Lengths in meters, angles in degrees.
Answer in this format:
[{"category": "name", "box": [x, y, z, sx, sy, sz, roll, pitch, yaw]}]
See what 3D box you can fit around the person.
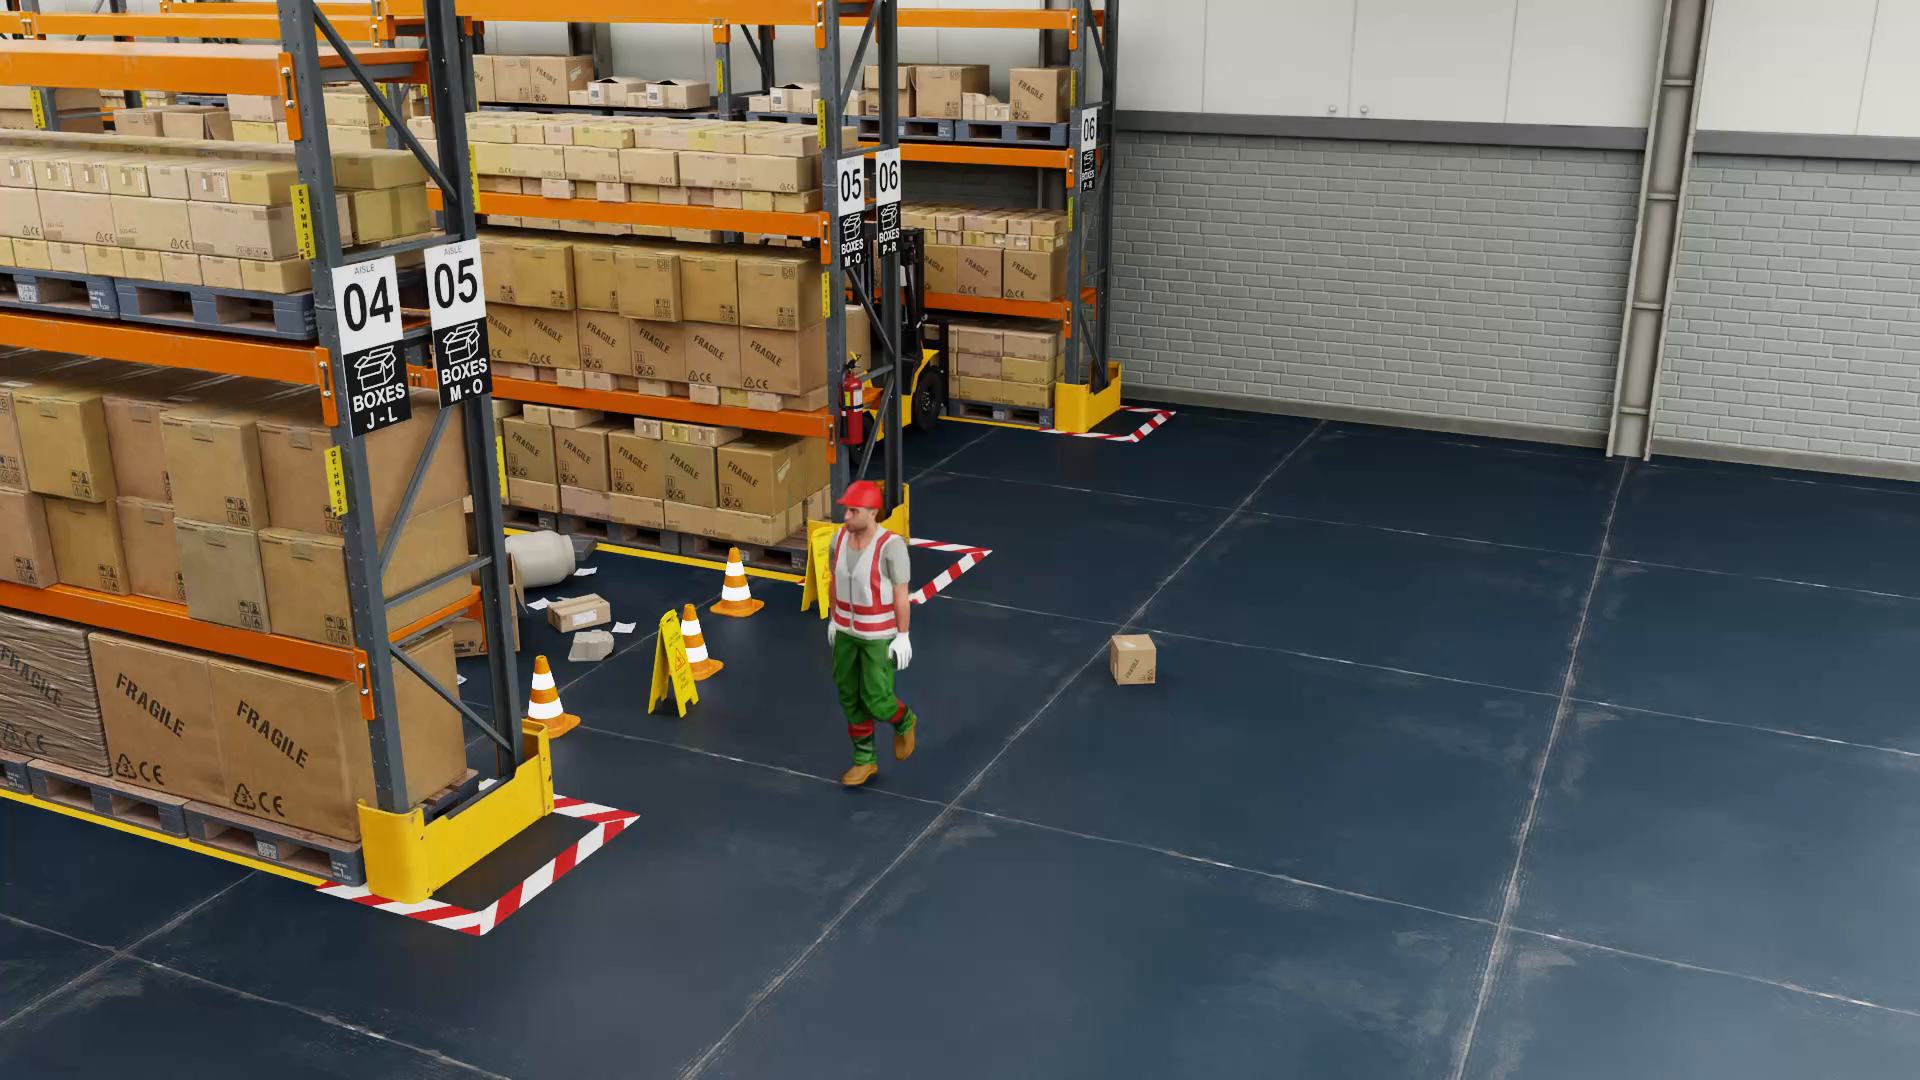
[{"category": "person", "box": [-0.507, 0.512, 9.446, 0.589, 1.781, 0.547, 12, 22, 31]}]
